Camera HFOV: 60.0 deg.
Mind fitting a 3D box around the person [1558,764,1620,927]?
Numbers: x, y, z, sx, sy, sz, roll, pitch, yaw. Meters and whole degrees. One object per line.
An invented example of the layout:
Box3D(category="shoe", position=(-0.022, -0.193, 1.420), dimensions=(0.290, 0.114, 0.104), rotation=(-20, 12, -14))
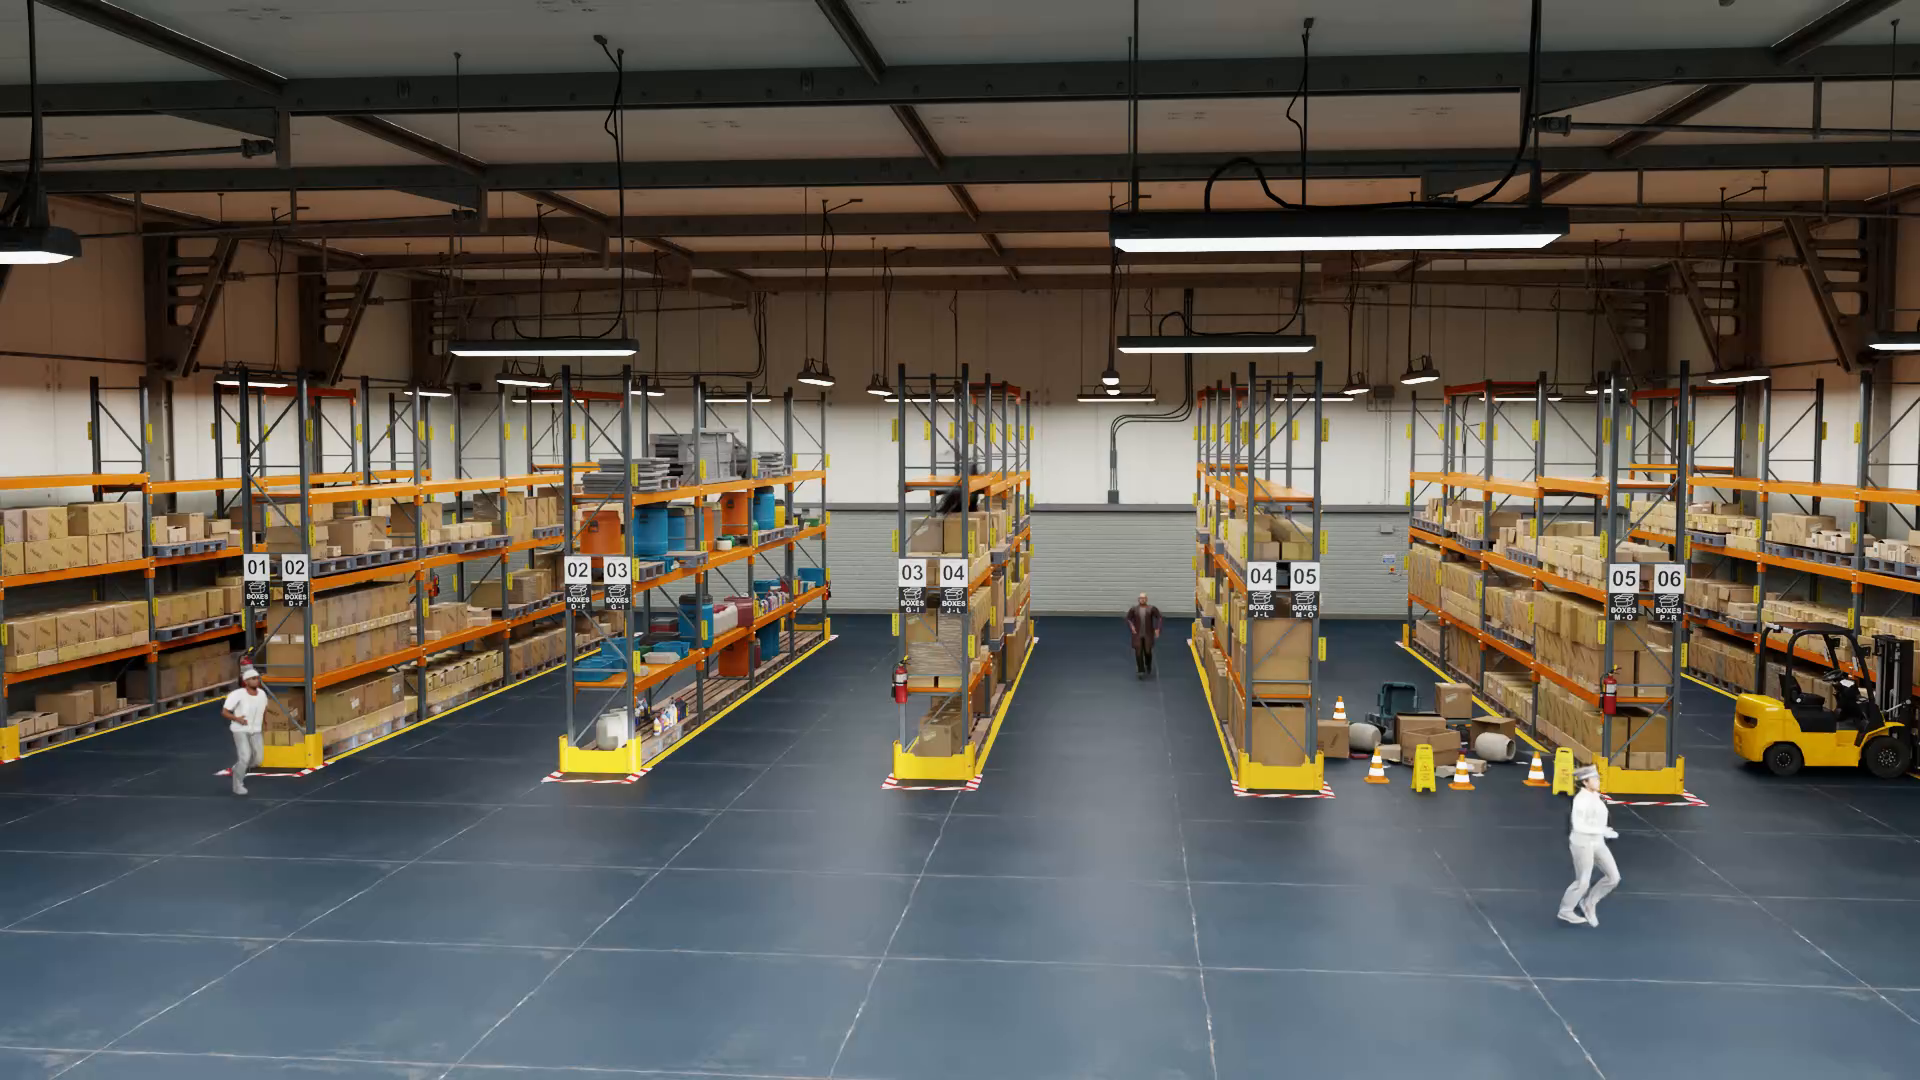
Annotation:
Box3D(category="person", position=(6.368, 3.087, 16.767), dimensions=(0.588, 1.686, 0.653), rotation=(-3, 5, -43))

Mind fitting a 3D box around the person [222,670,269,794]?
Box3D(category="person", position=(-9.939, 2.664, 23.250), dimensions=(0.626, 1.704, 0.724), rotation=(3, 4, 35))

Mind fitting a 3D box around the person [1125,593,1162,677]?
Box3D(category="person", position=(3.753, 1.955, 34.018), dimensions=(0.759, 1.714, 0.660), rotation=(1, 4, 9))
